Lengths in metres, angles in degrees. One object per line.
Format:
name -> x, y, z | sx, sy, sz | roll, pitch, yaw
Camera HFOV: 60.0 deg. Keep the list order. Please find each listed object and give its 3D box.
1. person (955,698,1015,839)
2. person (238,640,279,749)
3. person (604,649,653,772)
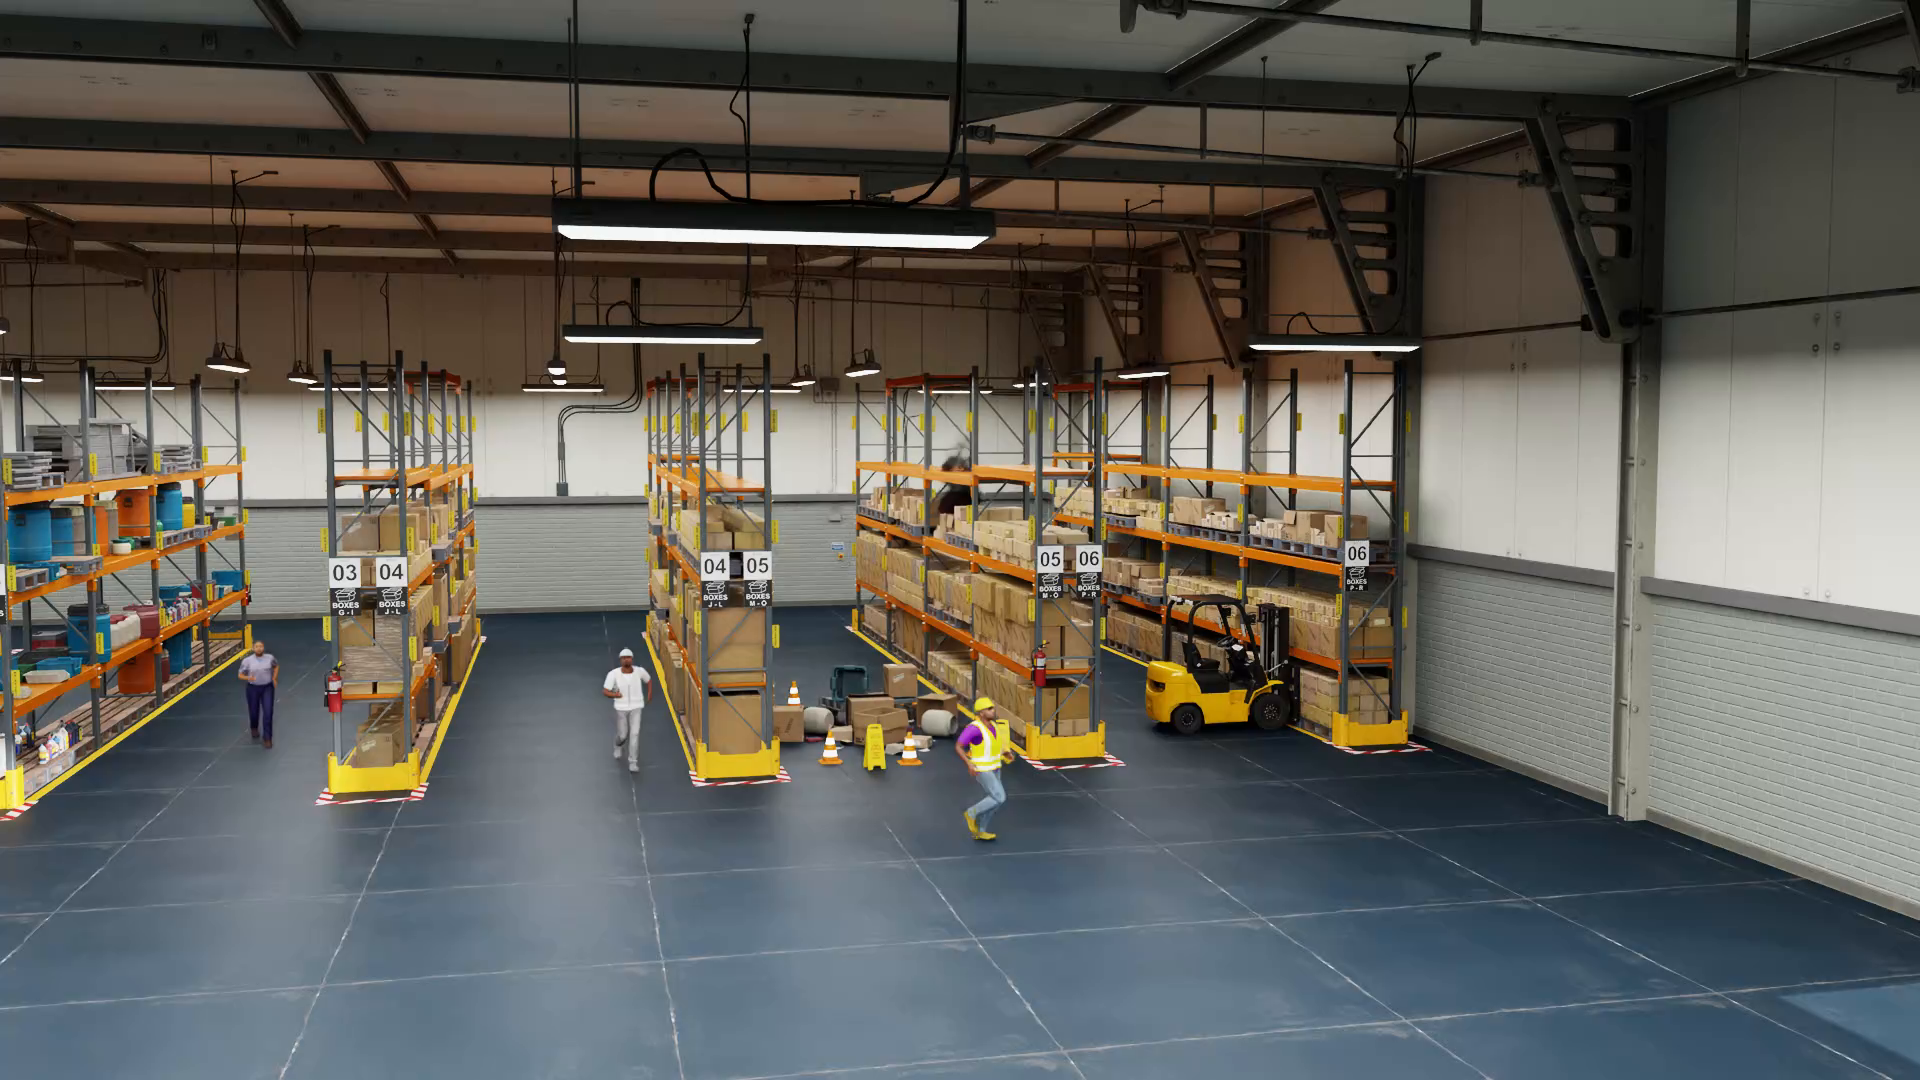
person -> 0.351, 2.754, 19.953 | 0.581, 1.725, 0.705 | 2, 5, 30
person -> -10.885, 2.370, 25.857 | 0.606, 1.648, 0.924 | -2, 5, -29
person -> -4.808, 2.451, 24.169 | 0.715, 1.713, 0.992 | -1, 4, -14
